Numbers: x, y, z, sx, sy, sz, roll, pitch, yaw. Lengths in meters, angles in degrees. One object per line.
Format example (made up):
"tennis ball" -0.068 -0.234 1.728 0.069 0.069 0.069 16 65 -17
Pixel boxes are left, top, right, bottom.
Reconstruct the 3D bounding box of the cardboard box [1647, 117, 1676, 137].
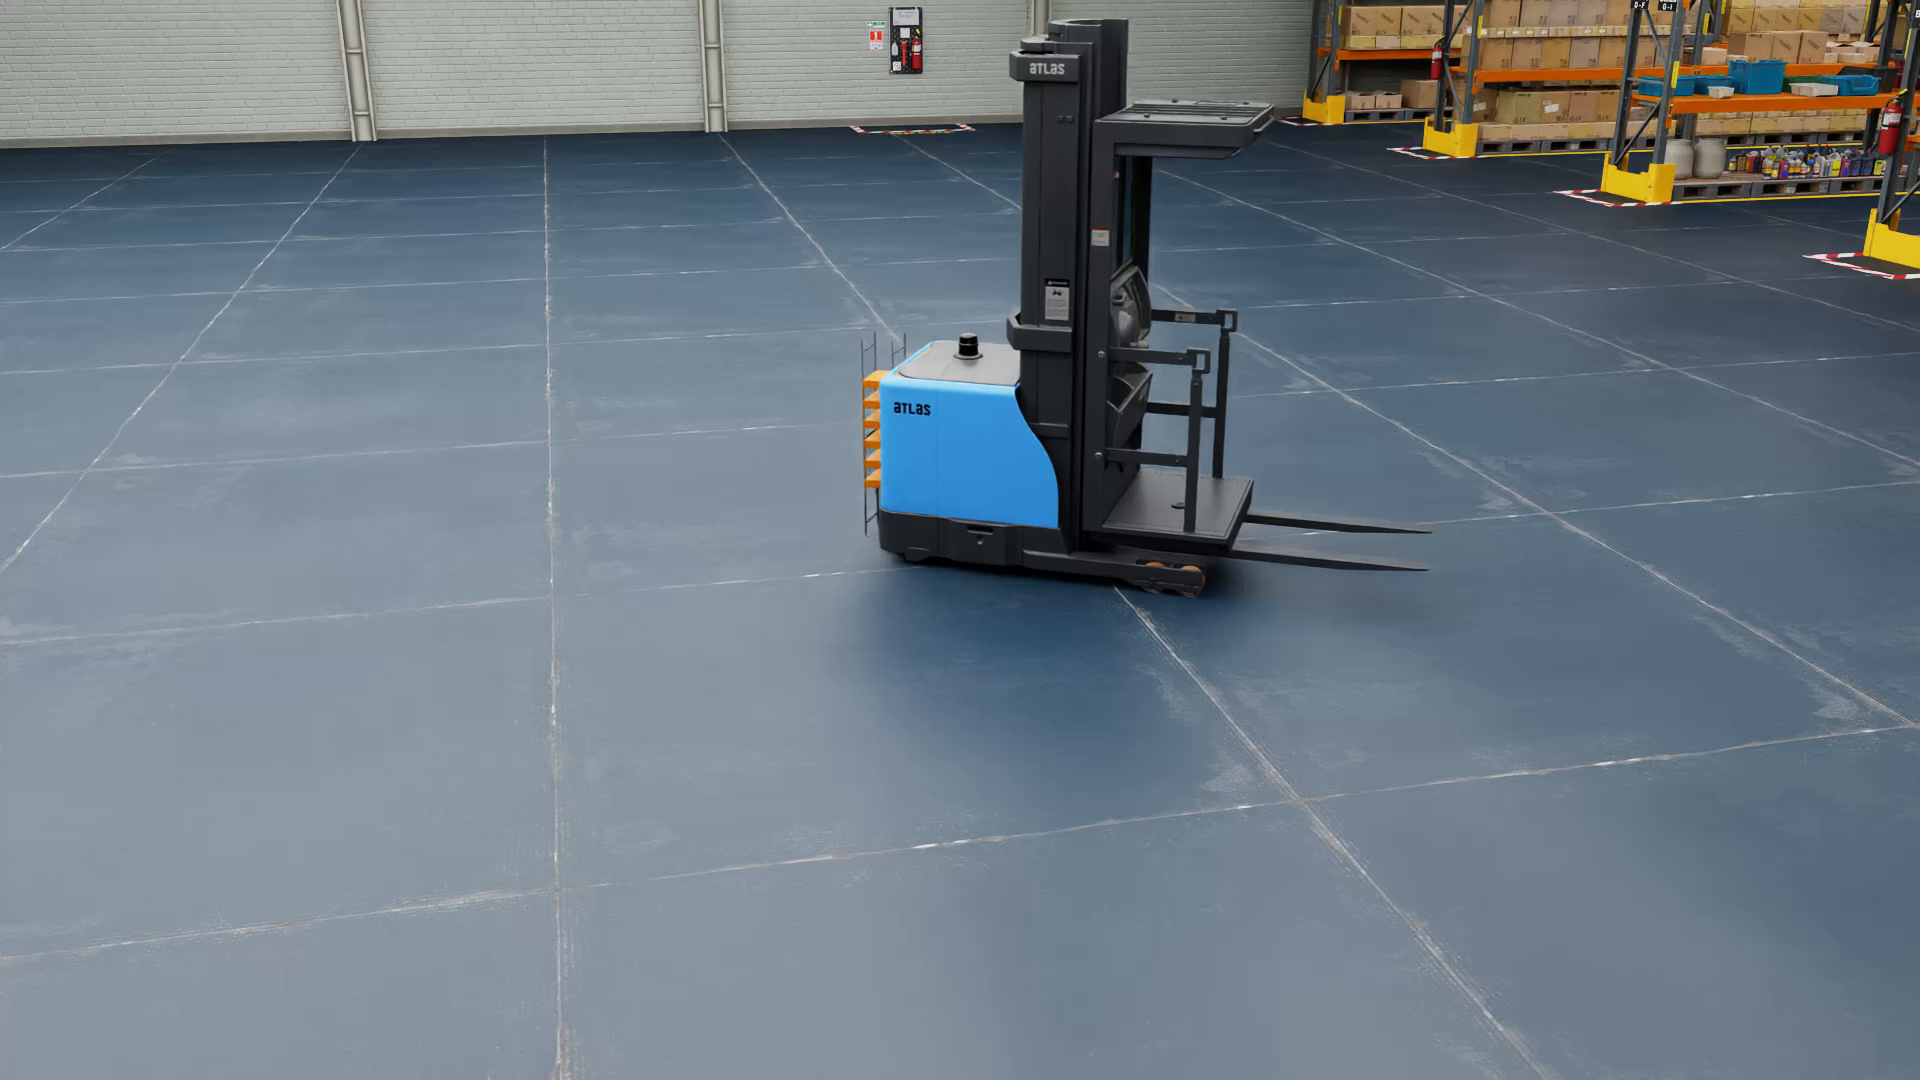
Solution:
"cardboard box" 11.446 -6.823 27.466 0.500 0.250 0.500 -5 21 -12

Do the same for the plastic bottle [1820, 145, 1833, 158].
"plastic bottle" 12.135 -5.358 23.291 0.185 0.351 0.144 -5 21 -12

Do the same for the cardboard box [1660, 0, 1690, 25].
"cardboard box" 11.416 -8.645 27.023 0.500 0.500 0.700 -5 21 -12

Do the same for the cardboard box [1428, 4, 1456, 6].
"cardboard box" 9.207 -9.931 31.662 0.500 0.500 0.500 -4 21 -11

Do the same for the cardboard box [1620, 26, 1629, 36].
"cardboard box" 10.641 -8.205 26.763 0.250 0.149 0.380 -5 21 -13

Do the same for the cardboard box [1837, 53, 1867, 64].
"cardboard box" 14.928 -8.061 27.826 0.250 0.149 0.380 -5 21 -12

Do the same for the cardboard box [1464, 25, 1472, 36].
"cardboard box" 8.282 -8.155 26.629 0.250 0.149 0.380 -5 21 -13

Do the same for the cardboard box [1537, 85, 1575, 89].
"cardboard box" 9.864 -7.233 27.496 0.500 0.500 0.500 -5 21 -12

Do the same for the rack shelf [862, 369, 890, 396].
"rack shelf" -0.439 -0.907 9.628 0.180 0.103 0.258 6 21 16

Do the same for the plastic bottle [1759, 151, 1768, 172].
"plastic bottle" 11.163 -5.293 23.223 0.135 0.276 0.152 -5 21 -14

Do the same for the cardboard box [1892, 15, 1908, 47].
"cardboard box" 16.326 -8.675 28.379 0.500 0.500 0.700 -12 24 -31

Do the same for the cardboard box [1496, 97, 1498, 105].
"cardboard box" 10.189 -8.508 32.159 0.250 0.166 0.380 -7 21 -20

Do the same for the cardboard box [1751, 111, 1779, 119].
"cardboard box" 13.298 -7.224 27.747 0.500 0.311 0.500 -5 21 -14

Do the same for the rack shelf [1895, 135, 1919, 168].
"rack shelf" 12.176 -4.214 18.003 4.000 0.370 1.077 -5 21 -12

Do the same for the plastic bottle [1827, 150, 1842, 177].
"plastic bottle" 11.921 -5.143 22.704 0.185 0.351 0.144 -5 21 -13

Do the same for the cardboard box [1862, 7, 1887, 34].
"cardboard box" 18.097 -10.393 33.217 0.500 0.500 0.500 -5 21 -13

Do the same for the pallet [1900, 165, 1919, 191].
"pallet" 13.738 -5.134 23.523 1.213 0.211 1.003 -5 21 -12

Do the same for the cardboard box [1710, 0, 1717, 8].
"cardboard box" 14.977 -10.672 32.889 0.500 0.250 0.500 -4 21 -11

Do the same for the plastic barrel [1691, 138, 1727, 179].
"plastic barrel" 10.201 -5.198 22.650 0.421 0.512 0.421 0 20 0

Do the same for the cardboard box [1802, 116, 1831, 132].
"cardboard box" 14.292 -7.045 28.073 0.500 0.250 0.500 -4 21 -11

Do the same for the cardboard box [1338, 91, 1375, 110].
"cardboard box" 7.504 -8.336 31.480 0.500 0.311 0.500 -7 21 -19

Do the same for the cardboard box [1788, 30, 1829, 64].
"cardboard box" 14.110 -8.252 27.835 0.500 0.500 0.500 -6 21 -15

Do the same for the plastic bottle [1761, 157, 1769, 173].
"plastic bottle" 11.210 -5.218 23.126 0.097 0.201 0.097 0 20 0

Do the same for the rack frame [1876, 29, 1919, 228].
"rack frame" 10.230 -4.394 17.448 0.127 3.000 1.000 -5 21 -12

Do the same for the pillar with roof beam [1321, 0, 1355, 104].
"pillar with roof beam" 8.283 -11.089 27.002 0.400 9.000 9.100 -5 21 -12

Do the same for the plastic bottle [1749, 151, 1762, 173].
"plastic bottle" 11.053 -5.250 23.095 0.133 0.283 0.061 -5 21 -12

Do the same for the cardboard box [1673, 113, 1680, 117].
"cardboard box" 12.175 -7.324 28.019 0.500 0.311 0.500 -5 21 -12

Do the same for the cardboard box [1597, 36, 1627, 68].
"cardboard box" 10.415 -7.954 27.021 0.500 0.500 0.700 -4 21 -12

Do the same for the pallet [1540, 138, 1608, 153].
"pallet" 9.873 -6.570 27.444 1.213 0.211 1.003 -5 21 -12

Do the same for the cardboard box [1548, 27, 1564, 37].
"cardboard box" 9.390 -8.103 26.484 0.250 0.149 0.380 -5 21 -14

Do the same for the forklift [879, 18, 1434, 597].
"forklift" 1.116 -1.273 9.028 3.031 2.935 1.130 6 21 16

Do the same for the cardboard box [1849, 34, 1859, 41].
"cardboard box" 17.722 -10.054 33.236 0.250 0.149 0.380 -4 20 -11

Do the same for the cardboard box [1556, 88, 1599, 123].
"cardboard box" 9.987 -7.054 27.007 0.500 0.500 0.500 -5 21 -12

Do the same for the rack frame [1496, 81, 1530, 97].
"rack frame" 10.703 -9.684 31.891 0.127 3.000 1.000 -5 21 -12

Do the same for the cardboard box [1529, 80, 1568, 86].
"cardboard box" 11.416 -8.781 32.419 0.500 0.500 0.700 -4 20 -11

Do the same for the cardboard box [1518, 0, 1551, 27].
"cardboard box" 8.973 -8.446 26.479 0.500 0.500 0.700 -5 21 -14

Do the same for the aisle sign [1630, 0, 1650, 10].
"aisle sign" 8.952 -7.366 21.782 0.004 0.787 0.394 -5 21 -12

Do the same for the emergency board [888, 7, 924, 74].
"emergency board" -0.960 -9.055 30.173 0.643 1.169 0.194 -5 21 -12

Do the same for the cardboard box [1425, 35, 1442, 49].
"cardboard box" 8.850 -9.362 31.201 0.500 0.250 0.500 -4 21 -12

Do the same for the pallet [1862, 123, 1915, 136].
"pallet" 16.474 -7.080 28.836 1.213 0.211 1.003 -5 21 -12

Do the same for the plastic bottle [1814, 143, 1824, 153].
"plastic bottle" 12.102 -5.406 23.423 0.185 0.351 0.144 -4 21 -11

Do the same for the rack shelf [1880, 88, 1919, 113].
"rack shelf" 14.929 -6.189 23.394 4.000 0.370 1.077 -5 21 -12

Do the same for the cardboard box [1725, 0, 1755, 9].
"cardboard box" 15.125 -10.501 32.423 0.500 0.250 0.500 -4 21 -11

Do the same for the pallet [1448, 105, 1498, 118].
"pallet" 10.058 -8.310 32.193 1.213 0.211 1.003 -5 21 -12

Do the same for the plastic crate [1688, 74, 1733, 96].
"plastic crate" 10.142 -6.171 22.516 0.408 0.251 0.499 -5 21 -12

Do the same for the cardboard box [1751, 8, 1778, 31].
"cardboard box" 15.639 -10.188 32.659 0.500 0.500 0.500 -4 20 -11

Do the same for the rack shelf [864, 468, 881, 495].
"rack shelf" -0.439 -0.343 9.835 0.180 0.103 0.258 6 21 16

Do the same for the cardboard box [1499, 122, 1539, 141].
"cardboard box" 9.013 -6.625 26.925 0.500 0.250 0.500 -5 21 -12

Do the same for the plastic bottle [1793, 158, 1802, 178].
"plastic bottle" 11.357 -5.051 22.570 0.097 0.271 0.097 0 20 0

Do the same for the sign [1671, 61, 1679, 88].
"sign" 9.212 -5.997 21.422 0.005 0.325 0.100 -5 21 -12

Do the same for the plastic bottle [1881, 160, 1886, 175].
"plastic bottle" 12.701 -5.128 22.880 0.097 0.201 0.097 0 20 0

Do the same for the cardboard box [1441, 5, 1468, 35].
"cardboard box" 9.337 -9.757 31.187 0.500 0.500 0.500 -5 21 -14

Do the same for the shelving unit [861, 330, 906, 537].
"shelving unit" -0.439 -0.610 9.737 0.189 1.200 0.258 6 21 16

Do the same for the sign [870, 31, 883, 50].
"sign" -1.522 -9.062 30.141 0.234 0.329 0.001 -5 21 -12
